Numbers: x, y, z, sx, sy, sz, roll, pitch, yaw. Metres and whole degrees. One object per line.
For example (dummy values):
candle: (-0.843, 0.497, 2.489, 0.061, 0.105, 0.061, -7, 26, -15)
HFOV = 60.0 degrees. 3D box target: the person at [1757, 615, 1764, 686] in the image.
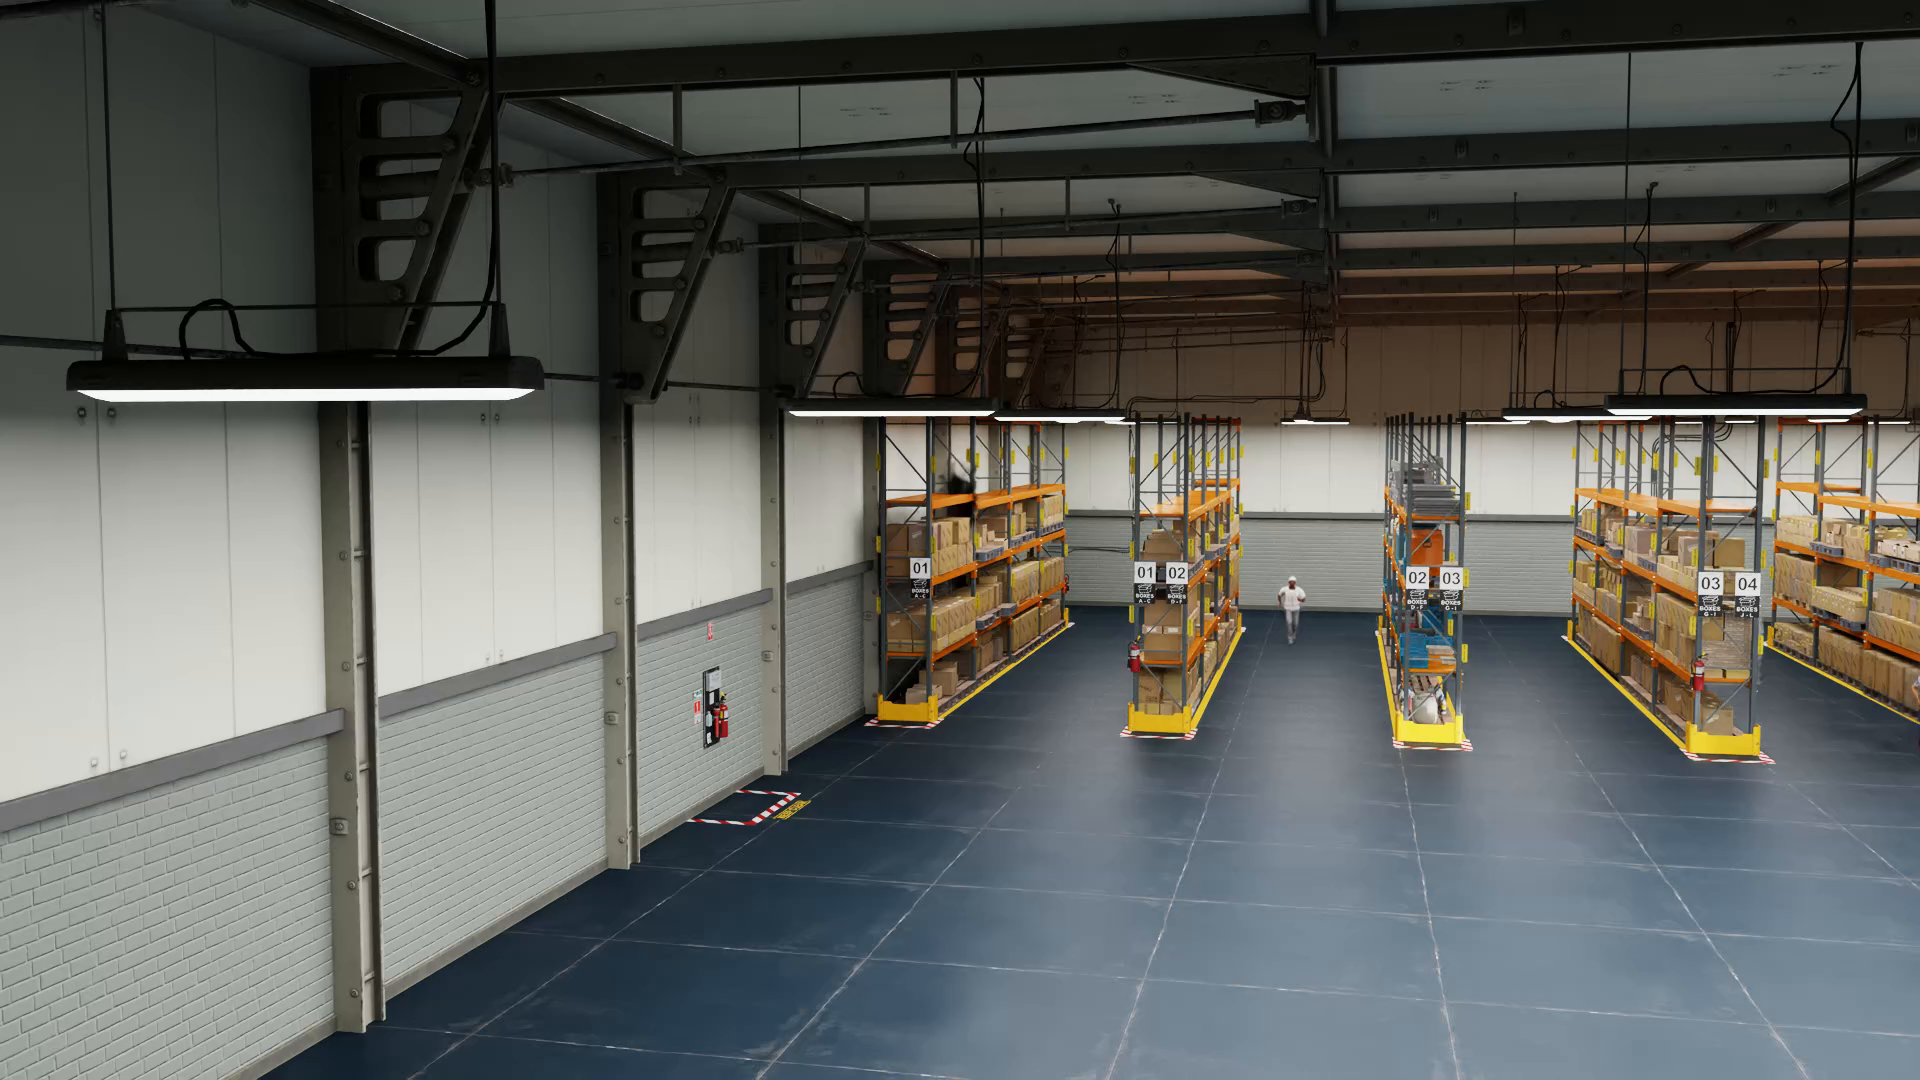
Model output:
person: (17.692, 2.311, 37.190, 0.658, 1.827, 0.828, 0, 4, 6)

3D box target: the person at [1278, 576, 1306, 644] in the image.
person: (8.801, 1.838, 44.073, 0.704, 1.747, 0.991, 0, 4, 4)

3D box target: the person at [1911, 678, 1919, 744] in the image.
person: (16.851, 2.947, 28.776, 0.605, 1.679, 0.857, 0, 4, -6)
